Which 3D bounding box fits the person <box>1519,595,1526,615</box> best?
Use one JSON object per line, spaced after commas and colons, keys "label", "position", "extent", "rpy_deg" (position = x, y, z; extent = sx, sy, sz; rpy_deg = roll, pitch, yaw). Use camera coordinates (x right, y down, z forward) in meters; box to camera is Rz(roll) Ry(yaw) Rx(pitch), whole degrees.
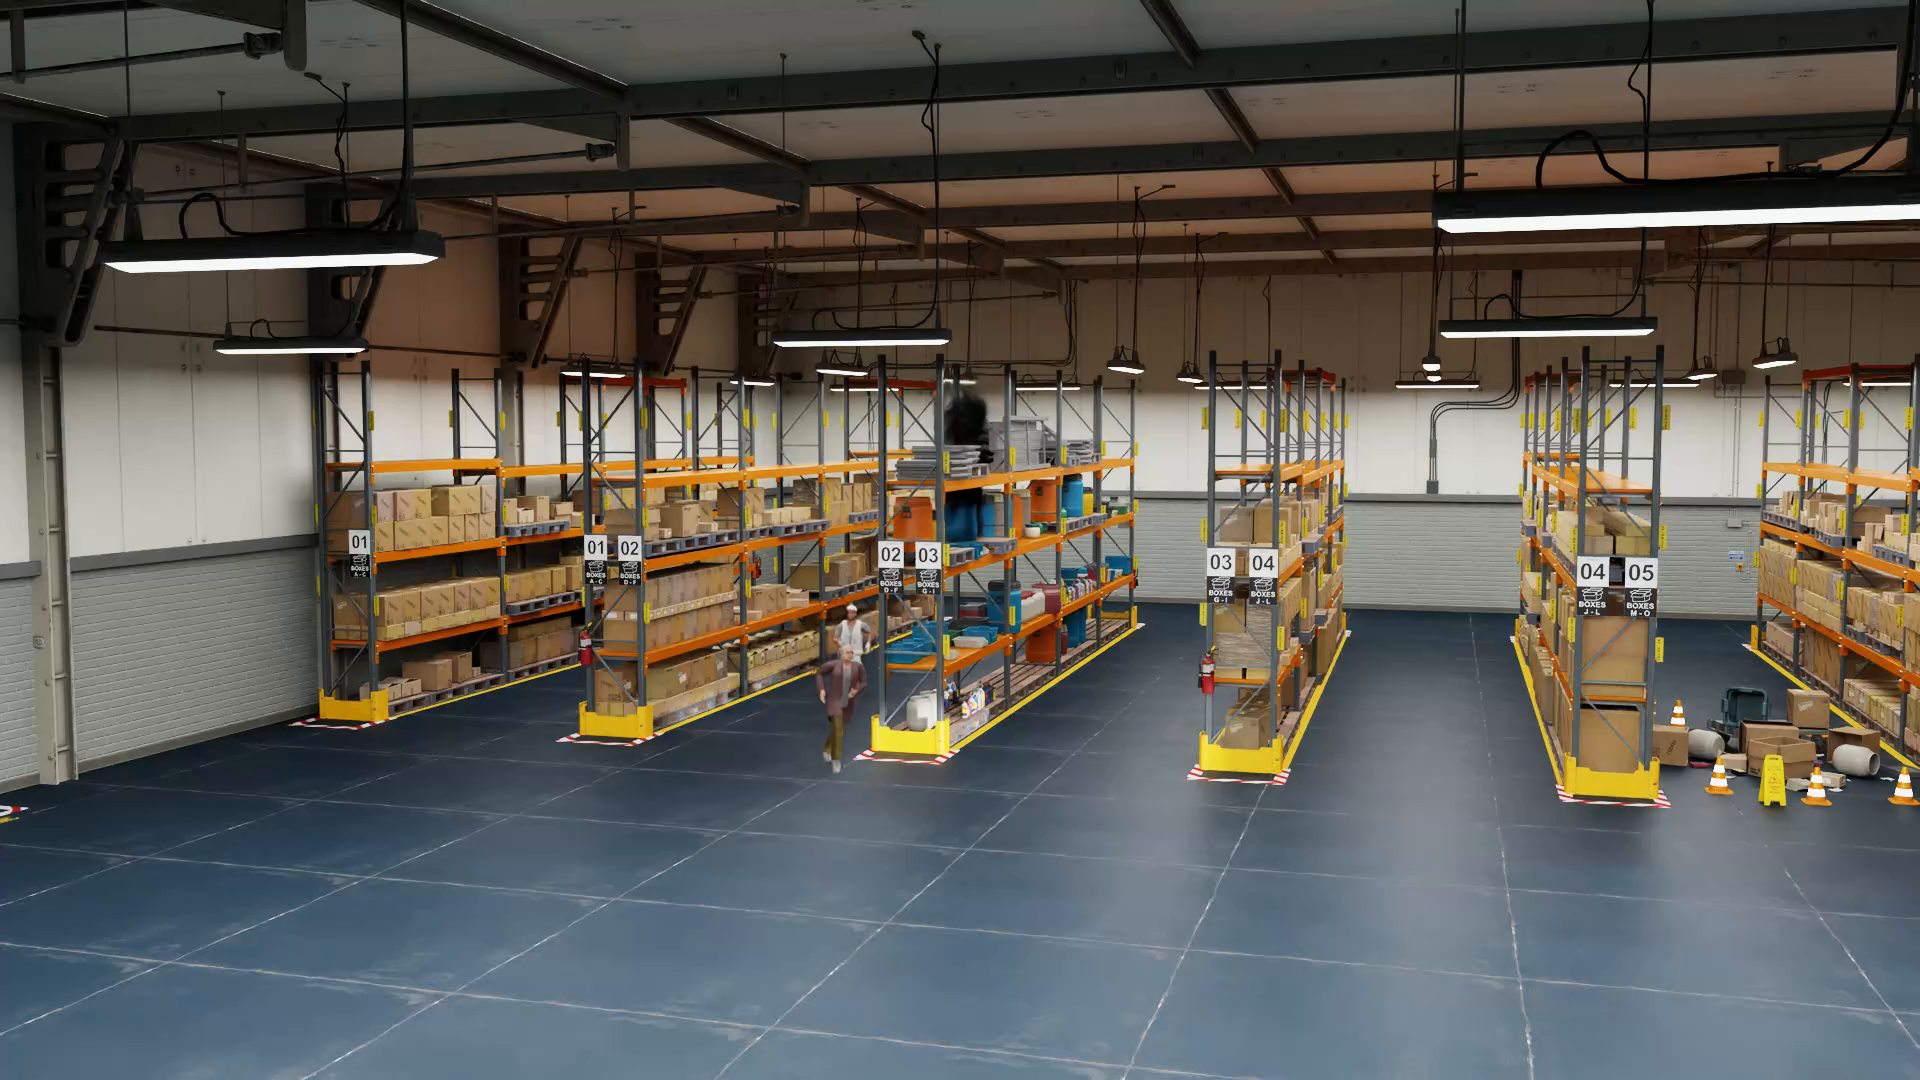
{"label": "person", "position": [13.443, 1.406, 38.926], "extent": [0.767, 1.714, 0.780], "rpy_deg": [2, 4, 24]}

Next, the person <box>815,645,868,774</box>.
{"label": "person", "position": [-1.698, 2.397, 24.108], "extent": [0.711, 1.781, 0.983], "rpy_deg": [-2, 5, -26]}

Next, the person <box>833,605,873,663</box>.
{"label": "person", "position": [-1.903, 2.016, 29.236], "extent": [0.680, 1.751, 1.031], "rpy_deg": [0, 4, 7]}
